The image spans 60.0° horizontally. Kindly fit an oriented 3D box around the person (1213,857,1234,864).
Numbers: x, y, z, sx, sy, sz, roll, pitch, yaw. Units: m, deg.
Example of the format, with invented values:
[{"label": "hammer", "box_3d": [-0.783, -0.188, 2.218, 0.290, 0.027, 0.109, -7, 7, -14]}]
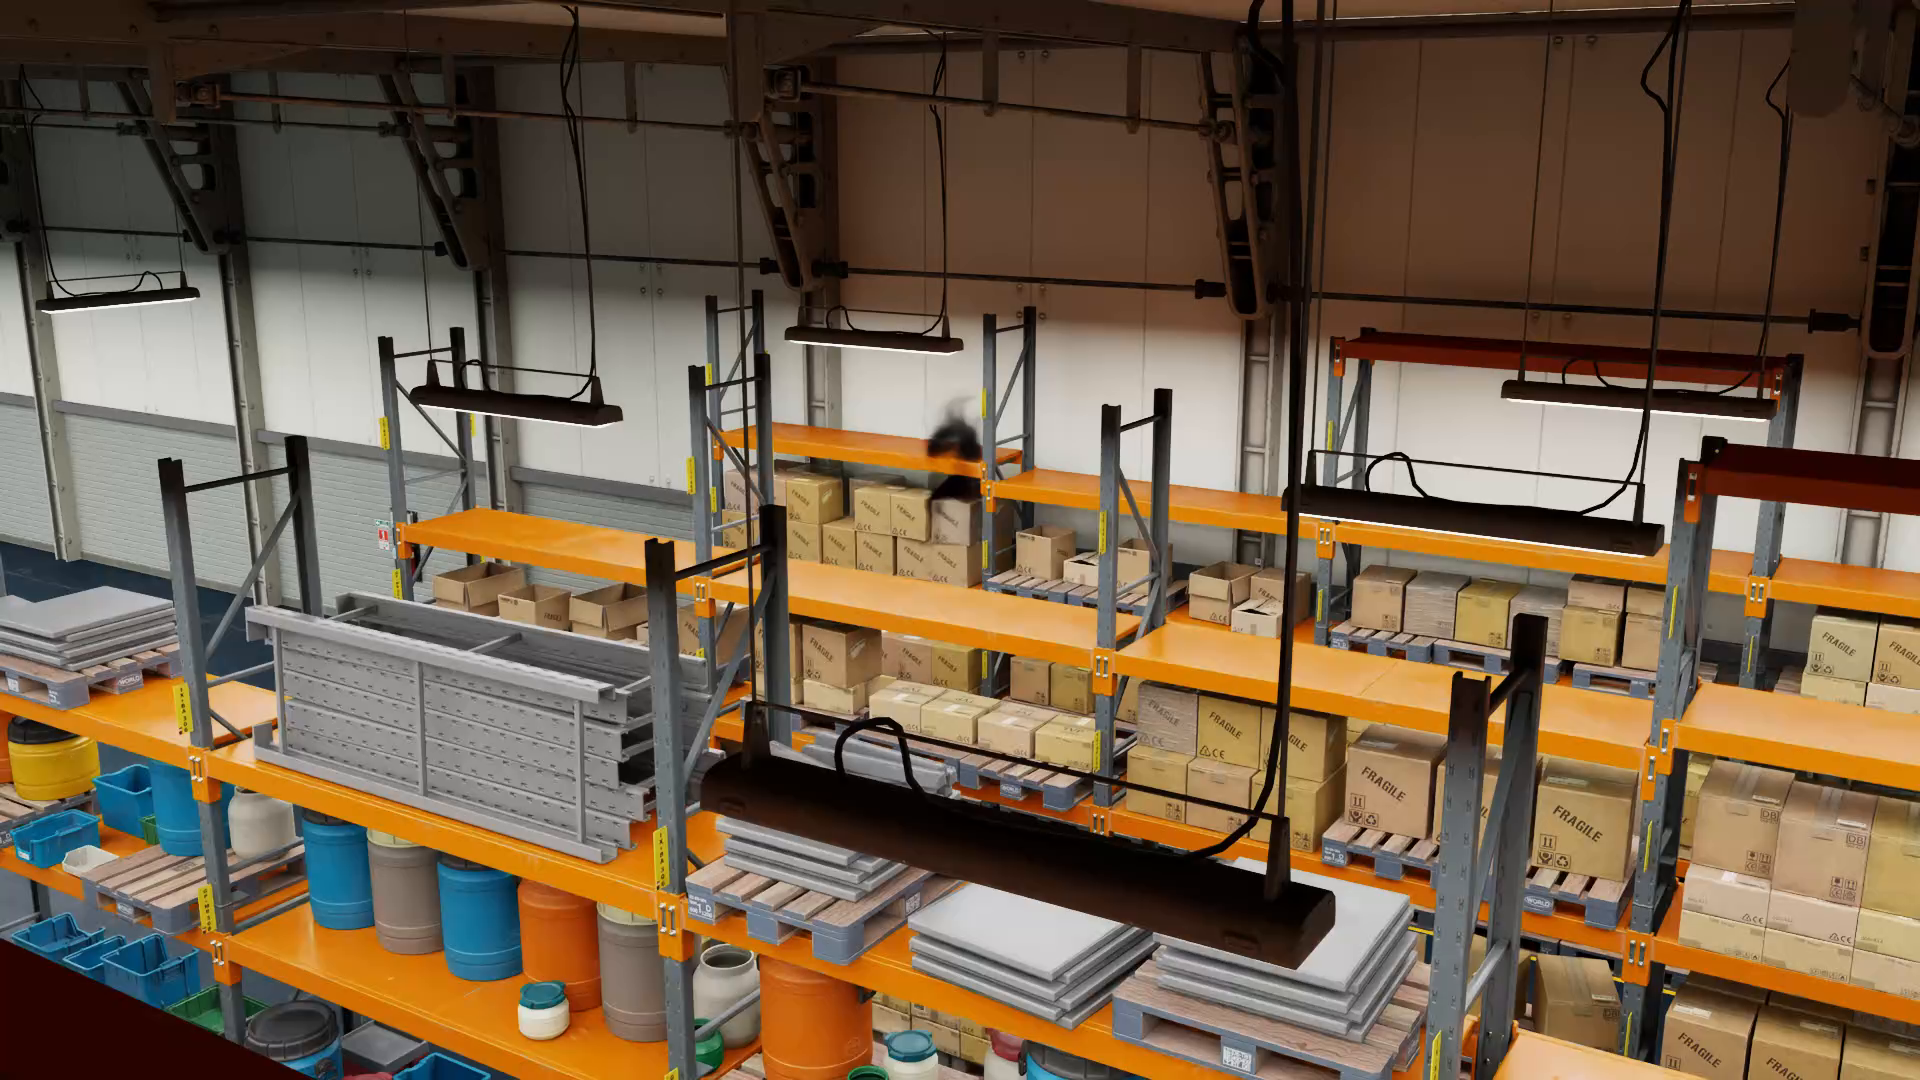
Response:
[{"label": "person", "box_3d": [2.444, 3.466, 15.705, 0.564, 1.673, 0.635, 9, 16, 31]}]
